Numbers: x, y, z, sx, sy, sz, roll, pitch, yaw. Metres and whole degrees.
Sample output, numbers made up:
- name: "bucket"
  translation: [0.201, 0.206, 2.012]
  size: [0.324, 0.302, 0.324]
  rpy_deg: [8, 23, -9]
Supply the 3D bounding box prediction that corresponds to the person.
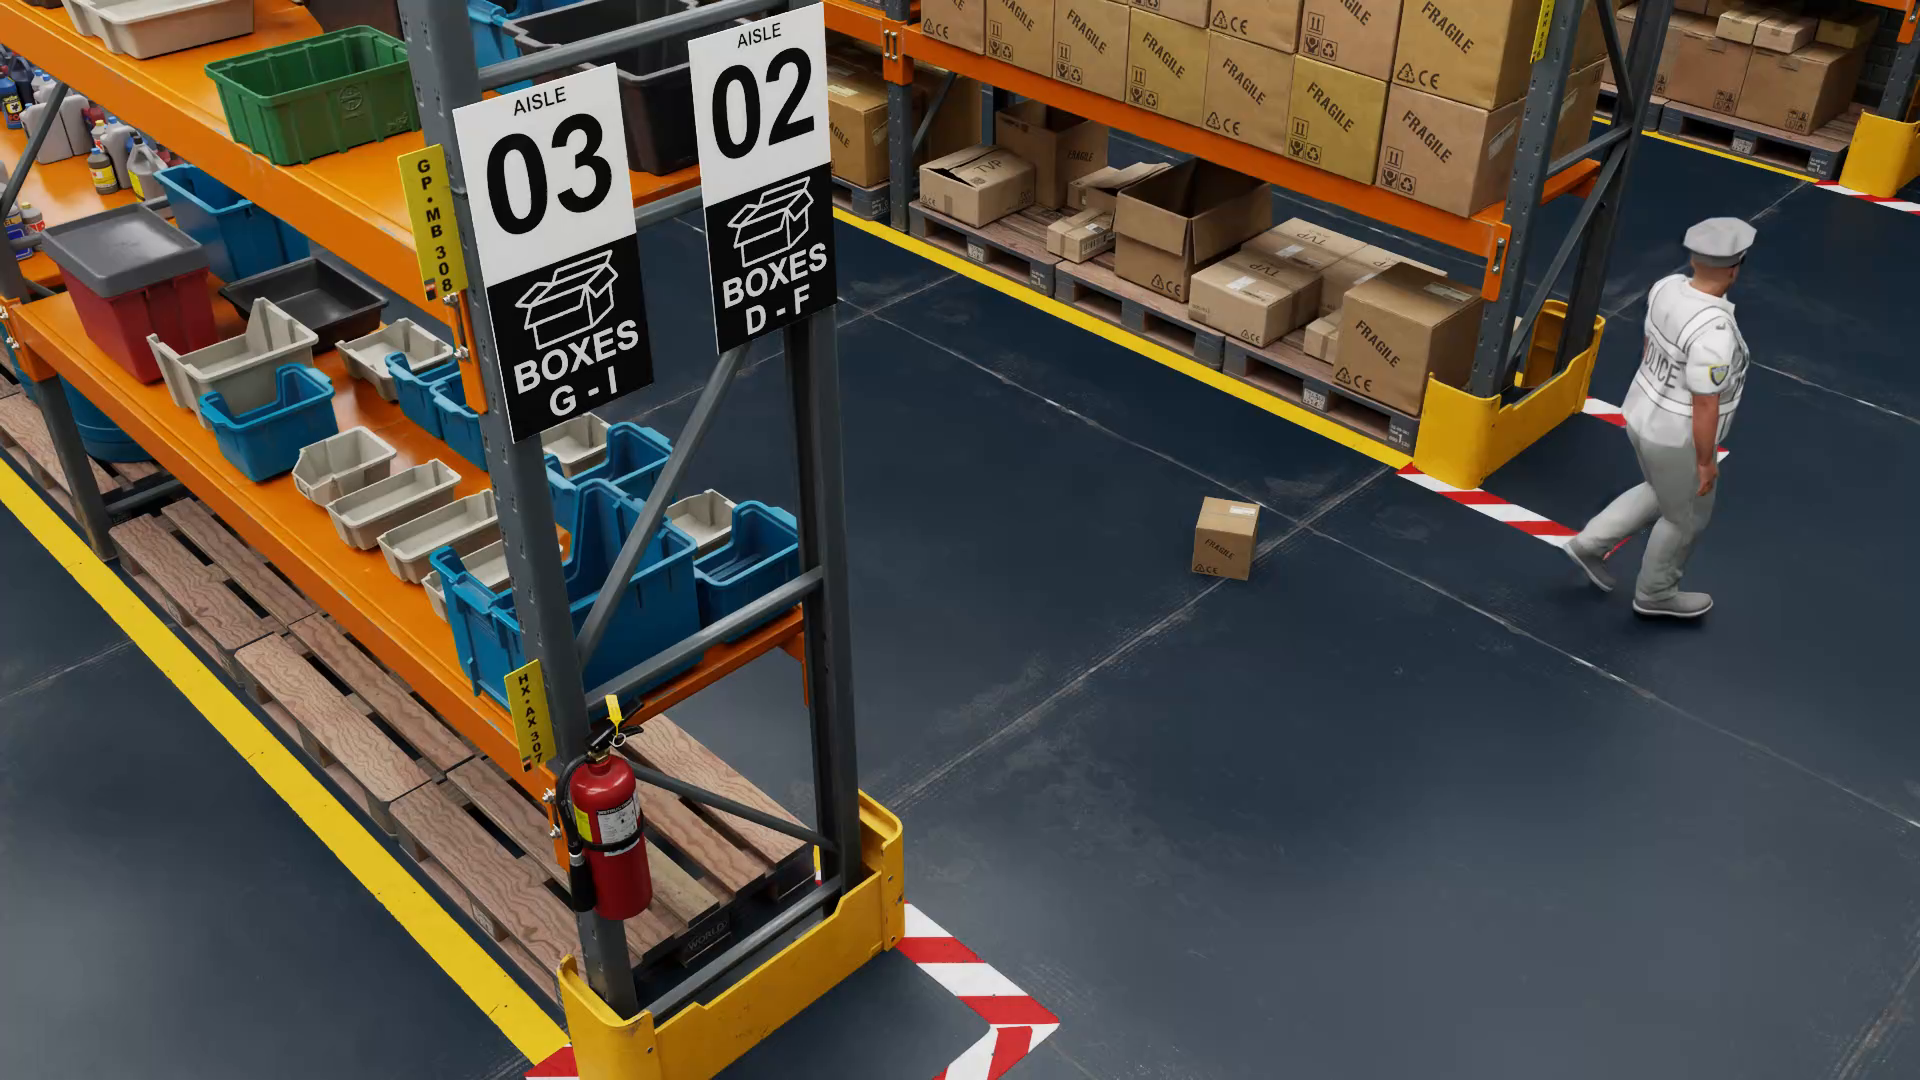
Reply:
- name: "person"
  translation: [2.935, -0.459, 6.753]
  size: [0.596, 1.760, 0.552]
  rpy_deg: [0, 35, 0]
